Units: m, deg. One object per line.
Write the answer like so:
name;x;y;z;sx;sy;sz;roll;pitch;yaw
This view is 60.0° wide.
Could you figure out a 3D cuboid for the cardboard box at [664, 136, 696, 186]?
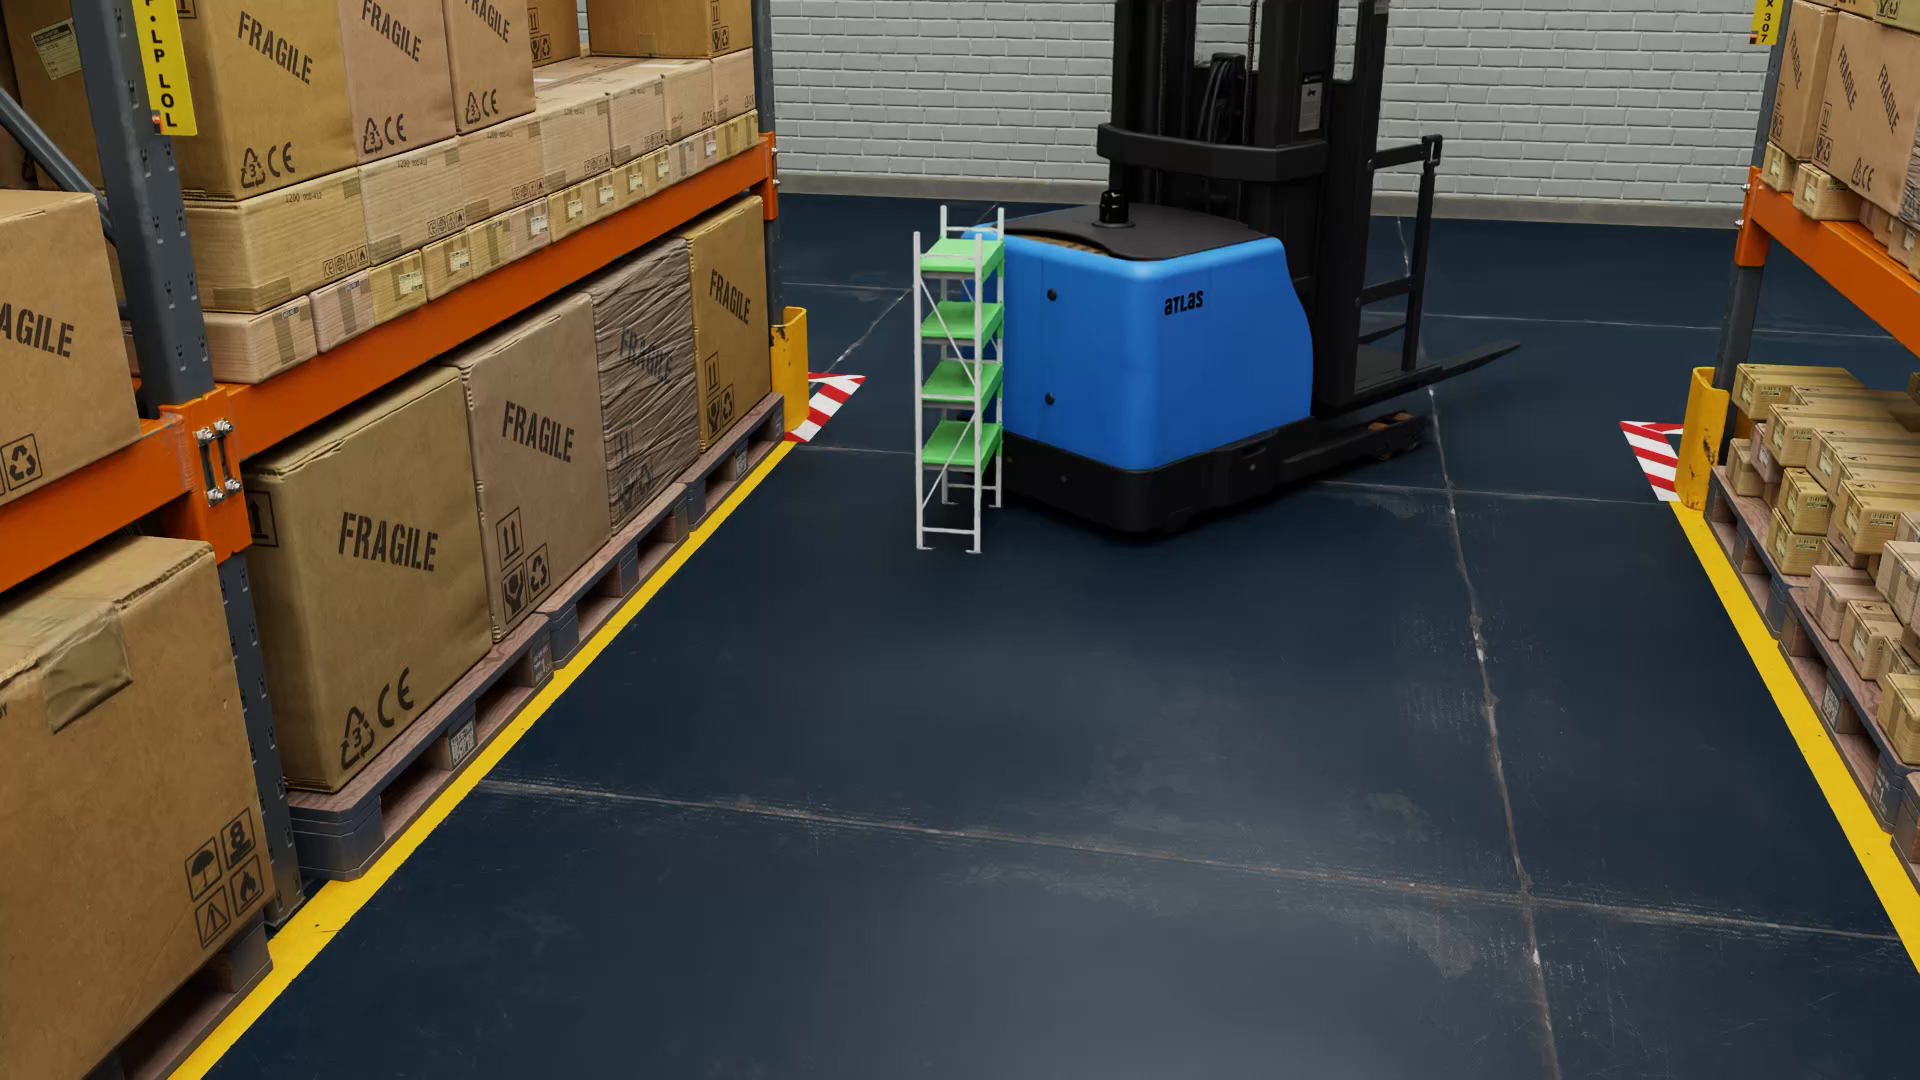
cardboard box;-1.213;-1.421;6.203;0.380;0.149;0.250;5;22;12

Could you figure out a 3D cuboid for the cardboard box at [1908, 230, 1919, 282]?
cardboard box;2.873;-0.772;4.592;0.380;0.149;0.250;5;23;13

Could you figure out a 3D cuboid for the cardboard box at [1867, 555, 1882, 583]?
cardboard box;2.961;0.090;4.972;0.380;0.149;0.250;6;23;14

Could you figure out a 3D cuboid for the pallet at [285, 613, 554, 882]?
pallet;-1.891;0.513;4.798;1.003;0.211;1.213;4;22;11

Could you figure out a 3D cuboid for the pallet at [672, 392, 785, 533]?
pallet;-1.393;-0.380;7.014;1.003;0.211;1.213;4;22;11

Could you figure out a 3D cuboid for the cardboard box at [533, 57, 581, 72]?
cardboard box;-1.768;-1.694;6.348;0.500;0.250;0.500;4;22;10

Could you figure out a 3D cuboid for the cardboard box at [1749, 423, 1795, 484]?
cardboard box;3.059;-0.299;5.936;0.380;0.149;0.250;4;22;11

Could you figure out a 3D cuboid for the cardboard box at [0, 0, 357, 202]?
cardboard box;-1.775;-1.081;3.820;0.500;0.500;0.500;4;22;11

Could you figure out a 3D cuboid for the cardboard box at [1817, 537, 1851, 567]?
cardboard box;2.973;0.117;5.301;0.380;0.149;0.250;5;22;11

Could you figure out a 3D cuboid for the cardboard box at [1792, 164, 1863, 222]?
cardboard box;3.023;-1.156;5.545;0.380;0.149;0.250;4;22;9

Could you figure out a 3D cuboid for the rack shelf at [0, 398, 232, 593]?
rack shelf;-2.531;0.557;1.920;1.077;0.370;4.000;4;22;11

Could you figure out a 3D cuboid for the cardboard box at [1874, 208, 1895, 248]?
cardboard box;3.025;-0.953;5.042;0.380;0.149;0.250;4;22;10

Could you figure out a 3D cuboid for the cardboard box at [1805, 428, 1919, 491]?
cardboard box;3.004;-0.250;5.416;0.380;0.149;0.250;3;22;8

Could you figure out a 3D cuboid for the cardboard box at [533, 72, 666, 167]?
cardboard box;-1.353;-1.471;5.793;0.500;0.250;0.500;4;22;9

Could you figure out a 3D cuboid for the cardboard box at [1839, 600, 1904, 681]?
cardboard box;2.806;0.305;4.835;0.380;0.149;0.250;4;22;11

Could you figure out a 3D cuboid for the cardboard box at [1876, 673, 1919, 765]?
cardboard box;2.670;0.486;4.385;0.380;0.149;0.250;4;22;11

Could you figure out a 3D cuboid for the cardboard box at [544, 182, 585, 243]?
cardboard box;-1.420;-1.045;5.270;0.380;0.149;0.250;4;22;9

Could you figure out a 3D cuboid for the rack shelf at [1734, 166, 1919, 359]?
rack shelf;3.120;-0.491;4.521;1.077;0.370;4.000;4;22;11

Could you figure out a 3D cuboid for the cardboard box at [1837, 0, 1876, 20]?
cardboard box;3.080;-1.876;5.125;0.500;0.500;0.500;5;22;12

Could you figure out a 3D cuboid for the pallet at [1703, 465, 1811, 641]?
pallet;3.313;0.059;5.924;1.003;0.211;1.213;4;22;11

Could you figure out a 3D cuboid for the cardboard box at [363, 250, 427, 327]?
cardboard box;-1.630;-0.667;4.332;0.380;0.149;0.250;5;23;13

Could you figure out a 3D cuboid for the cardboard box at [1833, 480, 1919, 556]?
cardboard box;2.840;-0.056;4.936;0.380;0.149;0.250;5;22;12

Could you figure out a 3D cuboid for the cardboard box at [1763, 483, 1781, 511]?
cardboard box;3.135;-0.160;5.989;0.380;0.149;0.250;4;22;11

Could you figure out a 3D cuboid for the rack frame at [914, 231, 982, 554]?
rack frame;-0.043;-0.514;6.024;0.240;1.200;0.015;4;22;10

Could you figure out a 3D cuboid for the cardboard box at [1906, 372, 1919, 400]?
cardboard box;3.669;-0.492;6.017;0.380;0.149;0.250;5;22;12

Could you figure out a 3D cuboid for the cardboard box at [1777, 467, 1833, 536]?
cardboard box;2.937;-0.117;5.485;0.380;0.149;0.250;5;23;13

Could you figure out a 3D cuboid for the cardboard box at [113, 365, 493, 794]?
cardboard box;-1.910;0.047;4.504;0.875;0.875;0.875;4;22;11

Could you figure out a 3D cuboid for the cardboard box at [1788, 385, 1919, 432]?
cardboard box;3.150;-0.429;5.861;0.380;0.149;0.250;5;22;12

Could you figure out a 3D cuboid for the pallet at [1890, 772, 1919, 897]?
pallet;2.815;0.952;3.708;1.003;0.211;1.213;4;22;11

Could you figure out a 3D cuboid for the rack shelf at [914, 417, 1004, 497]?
rack shelf;0.001;-0.322;6.360;0.258;0.148;0.480;4;22;10

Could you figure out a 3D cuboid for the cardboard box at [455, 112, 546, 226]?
cardboard box;-1.564;-1.100;4.873;0.500;0.250;0.500;5;22;12

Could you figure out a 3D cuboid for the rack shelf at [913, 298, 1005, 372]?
rack shelf;0.001;-0.767;6.181;0.258;0.148;0.480;4;22;10

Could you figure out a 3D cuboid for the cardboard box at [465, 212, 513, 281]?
cardboard box;-1.526;-0.857;4.803;0.380;0.149;0.250;4;22;10

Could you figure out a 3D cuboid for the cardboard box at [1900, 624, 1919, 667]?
cardboard box;2.800;0.282;4.494;0.380;0.149;0.250;3;22;8

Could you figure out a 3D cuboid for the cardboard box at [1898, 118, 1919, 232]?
cardboard box;2.872;-1.035;4.376;0.500;0.500;0.500;4;22;10

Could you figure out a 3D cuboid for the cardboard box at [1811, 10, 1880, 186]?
cardboard box;3.082;-1.400;5.283;0.500;0.500;0.500;5;22;11

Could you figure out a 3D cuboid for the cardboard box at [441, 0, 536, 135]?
cardboard box;-1.565;-1.451;4.739;0.500;0.500;0.500;4;22;9

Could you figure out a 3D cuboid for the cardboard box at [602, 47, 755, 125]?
cardboard box;-1.146;-1.842;6.716;0.500;0.250;0.500;4;22;10

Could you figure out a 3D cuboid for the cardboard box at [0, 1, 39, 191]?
cardboard box;-2.291;-1.113;3.902;0.500;0.500;0.500;5;22;12

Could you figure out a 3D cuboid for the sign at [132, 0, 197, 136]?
sign;-1.590;-0.971;3.306;0.100;0.325;0.005;4;22;11

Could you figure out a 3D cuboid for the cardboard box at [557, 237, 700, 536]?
cardboard box;-1.544;-0.608;6.129;0.875;0.875;0.875;4;22;11

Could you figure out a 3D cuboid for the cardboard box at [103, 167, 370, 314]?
cardboard box;-1.770;-0.729;3.951;0.500;0.250;0.500;4;22;10

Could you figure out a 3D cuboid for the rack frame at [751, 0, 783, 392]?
rack frame;-1.307;-1.972;7.234;1.000;3.000;0.127;4;22;11

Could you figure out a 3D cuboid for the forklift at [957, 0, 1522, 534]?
forklift;1.416;-1.831;6.977;3.031;2.935;1.130;-19;29;-39

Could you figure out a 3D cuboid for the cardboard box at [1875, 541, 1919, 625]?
cardboard box;2.724;0.126;4.484;0.380;0.149;0.250;4;22;9

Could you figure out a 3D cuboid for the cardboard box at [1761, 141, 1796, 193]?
cardboard box;3.141;-1.346;6.018;0.380;0.149;0.250;4;22;10

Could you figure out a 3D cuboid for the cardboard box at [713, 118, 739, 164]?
cardboard box;-1.108;-1.604;6.659;0.380;0.149;0.250;5;22;11

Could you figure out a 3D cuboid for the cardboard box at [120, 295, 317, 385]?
cardboard box;-1.737;-0.475;3.854;0.380;0.149;0.250;5;22;11

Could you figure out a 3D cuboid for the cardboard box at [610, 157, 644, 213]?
cardboard box;-1.316;-1.231;5.732;0.380;0.149;0.250;5;22;11

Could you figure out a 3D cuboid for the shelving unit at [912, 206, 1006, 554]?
shelving unit;0.001;-0.604;6.247;0.258;1.200;0.503;4;22;10

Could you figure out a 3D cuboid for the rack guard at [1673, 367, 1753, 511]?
rack guard;3.513;-0.369;6.601;1.175;0.500;0.348;4;22;11

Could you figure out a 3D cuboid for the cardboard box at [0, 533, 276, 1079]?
cardboard box;-2.234;0.518;3.335;1.225;0.875;0.875;5;22;11
